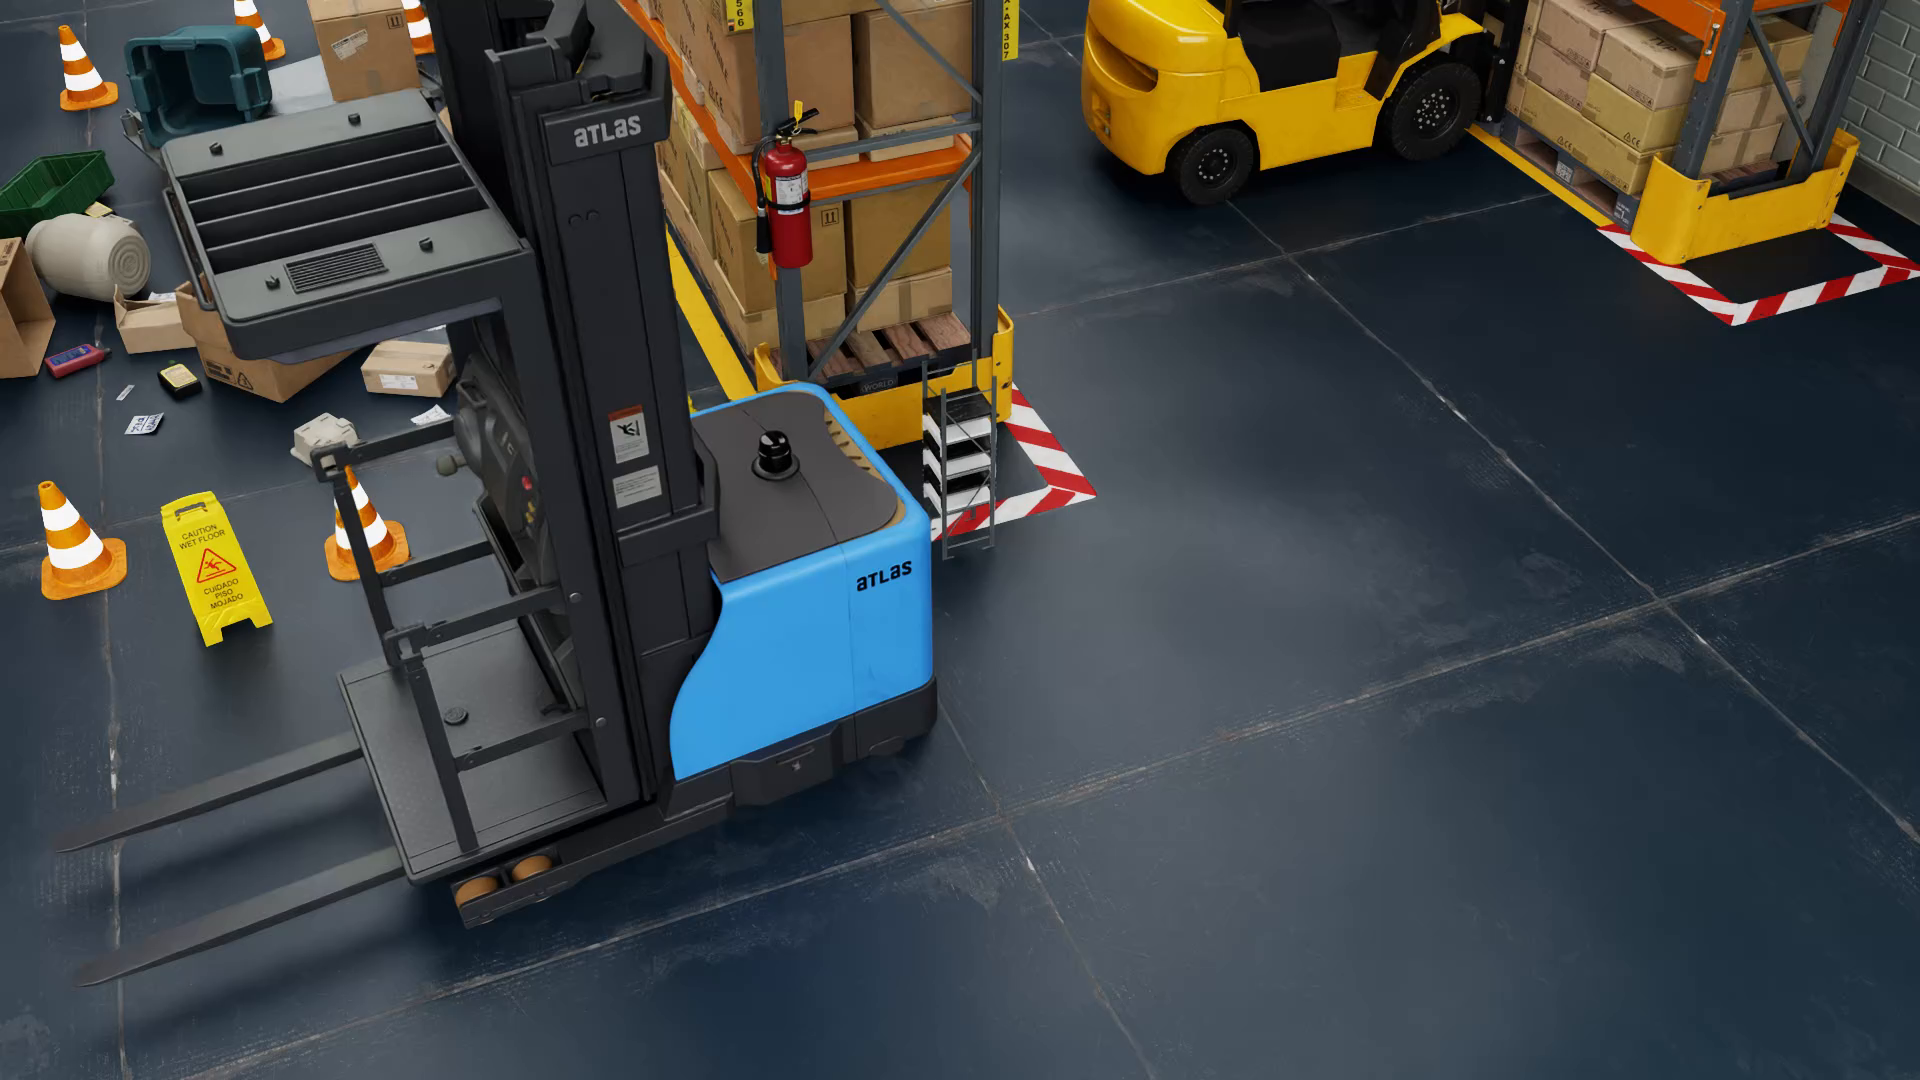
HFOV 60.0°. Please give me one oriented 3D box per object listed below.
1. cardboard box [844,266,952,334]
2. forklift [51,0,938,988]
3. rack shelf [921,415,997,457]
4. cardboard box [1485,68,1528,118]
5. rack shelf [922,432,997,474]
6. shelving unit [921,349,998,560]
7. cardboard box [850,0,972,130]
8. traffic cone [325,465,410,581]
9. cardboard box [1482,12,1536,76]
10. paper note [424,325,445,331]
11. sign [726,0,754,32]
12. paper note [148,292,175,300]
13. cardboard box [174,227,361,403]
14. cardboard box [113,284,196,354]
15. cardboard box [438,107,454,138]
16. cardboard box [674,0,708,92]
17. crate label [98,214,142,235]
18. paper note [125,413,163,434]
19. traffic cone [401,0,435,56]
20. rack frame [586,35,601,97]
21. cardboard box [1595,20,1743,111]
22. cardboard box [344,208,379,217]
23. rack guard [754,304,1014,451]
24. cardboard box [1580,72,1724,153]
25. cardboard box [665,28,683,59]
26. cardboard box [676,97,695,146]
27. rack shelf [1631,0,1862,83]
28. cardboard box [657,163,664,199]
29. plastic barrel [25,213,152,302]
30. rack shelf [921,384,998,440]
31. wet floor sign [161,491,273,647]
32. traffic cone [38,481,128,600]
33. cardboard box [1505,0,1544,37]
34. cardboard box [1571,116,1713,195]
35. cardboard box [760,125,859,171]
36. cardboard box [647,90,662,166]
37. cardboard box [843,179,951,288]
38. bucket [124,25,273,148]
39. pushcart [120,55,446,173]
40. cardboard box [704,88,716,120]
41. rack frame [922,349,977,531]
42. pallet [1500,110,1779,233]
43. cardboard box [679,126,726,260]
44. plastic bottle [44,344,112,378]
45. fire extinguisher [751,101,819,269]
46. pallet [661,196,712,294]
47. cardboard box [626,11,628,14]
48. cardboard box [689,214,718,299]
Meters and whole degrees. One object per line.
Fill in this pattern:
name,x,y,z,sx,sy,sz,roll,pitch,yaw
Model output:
cardboard box,-0.364,-1.304,8.252,0.500,0.250,0.500,-15,43,-17
forklift,-1.630,-0.187,5.220,3.031,2.935,1.130,-19,44,-21
rack shelf,-0.003,-0.457,6.866,0.258,0.077,0.200,-15,43,-17
cardboard box,3.437,-2.799,9.991,0.500,0.250,0.500,-15,43,-16
rack shelf,-0.003,-0.389,6.925,0.258,0.077,0.200,-15,43,-17
shelving unit,-0.003,-0.346,6.962,0.258,0.900,0.210,-15,43,-17
cardboard box,-0.236,-2.137,7.130,0.500,0.500,0.500,-16,43,-18
traffic cone,-2.563,-0.126,7.041,0.336,0.463,0.334,-15,43,-17
cardboard box,3.400,-3.005,9.847,0.500,0.250,0.500,-16,43,-18
paper note,-2.698,-1.124,8.542,0.148,0.019,0.142,-2,41,-2
sign,-0.831,-2.065,6.220,0.100,0.325,0.005,-15,43,-17
paper note,-4.166,-1.256,8.693,0.172,0.023,0.155,-2,41,-2
cardboard box,-3.322,-1.112,8.157,0.637,0.503,0.797,19,44,20
cardboard box,-4.017,-1.133,8.364,0.396,0.266,0.258,-8,41,-9
cardboard box,-2.688,-2.110,9.318,0.500,0.500,0.500,12,42,13
cardboard box,-0.960,-2.344,7.370,0.500,0.500,0.500,-15,43,-17
crate label,-4.640,-1.657,9.072,0.250,0.136,0.298,19,44,20
paper note,-3.861,-0.553,7.871,0.144,0.017,0.142,-2,41,-2
traffic cone,-3.609,-3.478,10.939,0.336,0.463,0.334,-15,43,-17
rack frame,-1.841,-4.042,9.649,1.000,3.000,0.127,-15,43,-17
cardboard box,3.809,-2.568,8.956,0.500,0.250,0.500,-14,43,-15
cardboard box,-3.513,-1.979,9.348,0.396,0.266,0.258,19,44,20
rack guard,-0.340,-0.730,7.716,1.175,0.500,0.348,-15,43,-17
cardboard box,3.799,-2.394,9.137,0.500,0.250,0.500,-16,43,-17
cardboard box,-1.206,-2.462,8.005,0.380,0.149,0.250,-16,43,-17
cardboard box,-1.154,-2.053,8.051,0.380,0.149,0.250,-14,43,-16
rack shelf,3.509,-3.805,9.926,1.077,0.370,4.000,-15,43,-17
cardboard box,-1.445,-2.098,9.176,0.500,0.250,0.500,-16,43,-17
plastic barrel,-4.525,-1.468,8.633,0.512,0.421,0.421,12,42,13
rack shelf,-0.003,-0.525,6.808,0.258,0.077,0.200,-15,43,-17
wet floor sign,-3.005,0.080,6.662,0.267,0.644,0.232,-23,46,-24
traffic cone,-3.737,-0.049,6.952,0.336,0.463,0.334,-15,43,-17
cardboard box,3.406,-3.176,9.662,0.500,0.250,0.500,-15,43,-16
cardboard box,3.802,-2.194,9.287,0.500,0.250,0.500,-15,43,-17
cardboard box,-0.651,-1.709,7.129,0.380,0.149,0.250,-14,43,-15
cardboard box,-1.452,-2.388,8.938,0.500,0.500,0.500,-13,42,-15
cardboard box,-0.374,-1.602,8.024,0.500,0.500,0.500,-16,43,-18
bucket,-4.194,-2.574,9.288,0.726,0.611,0.620,-2,31,-2
pushcart,-3.929,-2.448,9.808,1.648,0.377,0.936,-31,49,-31
cardboard box,-0.929,-1.993,7.460,0.380,0.149,0.250,-16,43,-18
rack frame,-0.042,-0.407,7.033,0.240,0.900,0.006,-15,43,-17
pallet,3.942,-2.266,9.723,1.003,0.211,1.213,-15,43,-17
cardboard box,-1.061,-1.764,8.213,0.500,0.500,0.500,-14,43,-15
plastic bottle,-4.372,-0.902,8.252,0.283,0.061,0.133,-31,49,-31
fire extinguisher,-0.693,-1.419,6.659,0.296,0.674,0.183,-15,43,-17
pallet,-1.081,-1.853,9.242,1.003,0.211,1.213,-15,43,-17
cardboard box,-1.569,-2.705,8.809,0.380,0.149,0.250,-13,42,-14
cardboard box,-1.060,-1.483,8.460,0.500,0.250,0.500,-15,43,-17
